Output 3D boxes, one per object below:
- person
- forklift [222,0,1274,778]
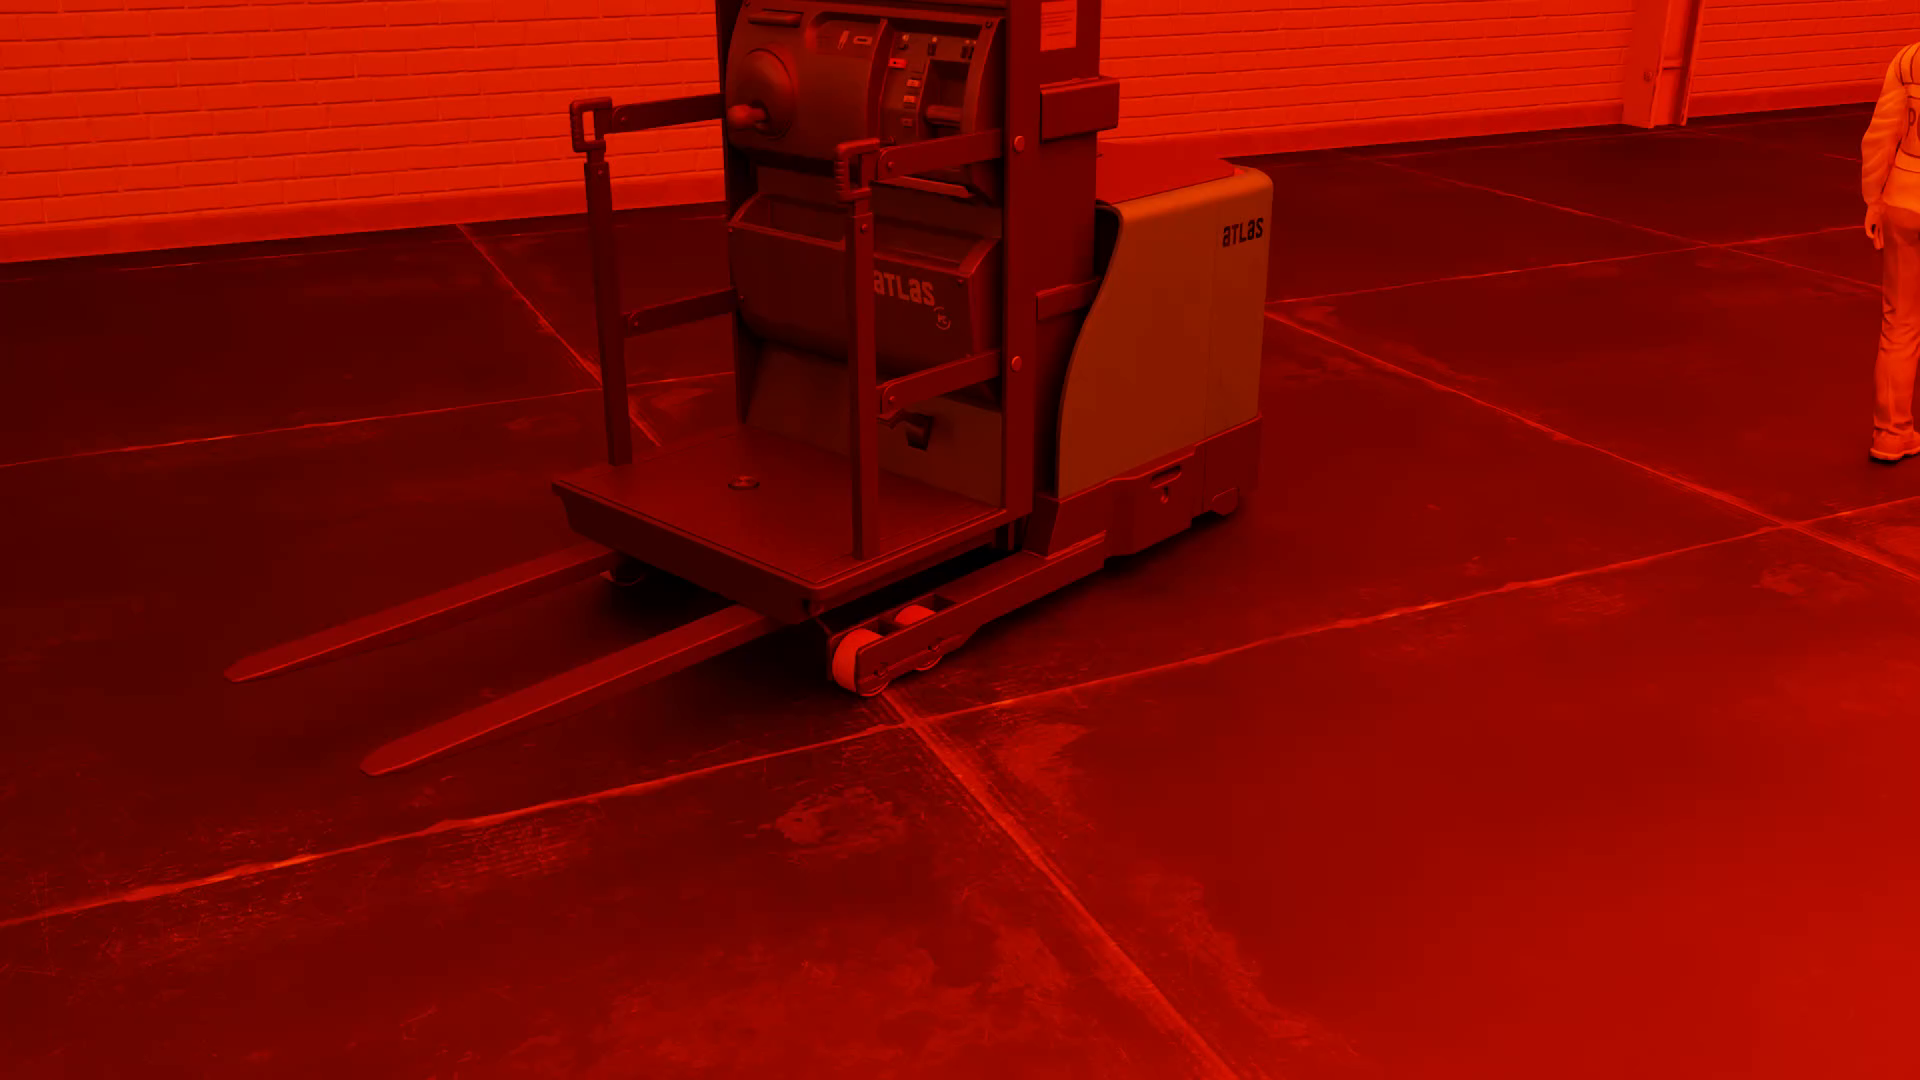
[{"bbox_3d":[3.274,-1.077,5.470,0.534,1.696,0.588,-15,27,-31],"label":"person"},{"bbox_3d":[-0.413,-1.182,4.131,1.130,2.935,3.031,19,29,39],"label":"forklift"}]
